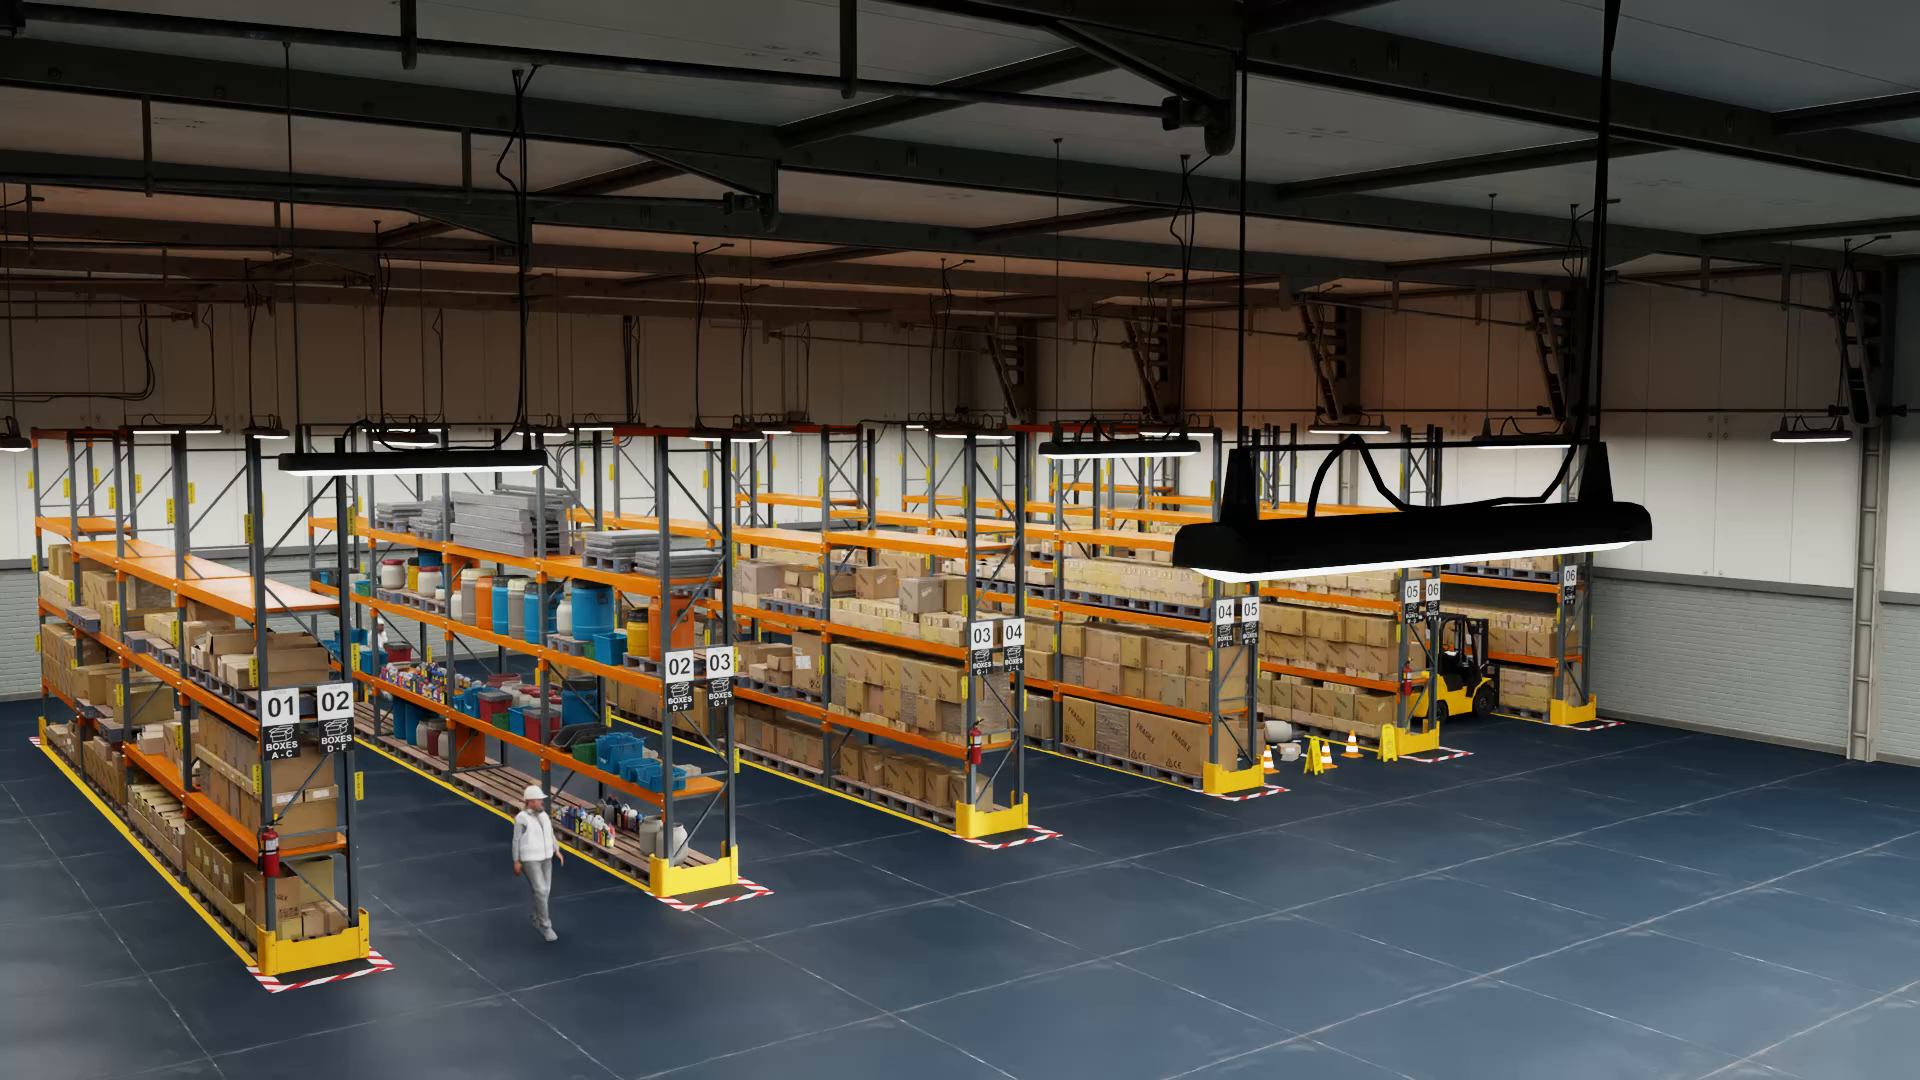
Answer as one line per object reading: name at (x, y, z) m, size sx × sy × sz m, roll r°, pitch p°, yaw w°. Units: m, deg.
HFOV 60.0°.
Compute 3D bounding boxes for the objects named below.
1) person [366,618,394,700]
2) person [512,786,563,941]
person at (-12.717, 2.582, 36.446) m, size 1.029 × 1.734 × 0.630 m, roll 2°, pitch 5°, yaw 24°
person at (-5.019, 3.882, 20.092) m, size 0.676 × 1.789 × 0.561 m, roll 3°, pitch 5°, yaw 31°
